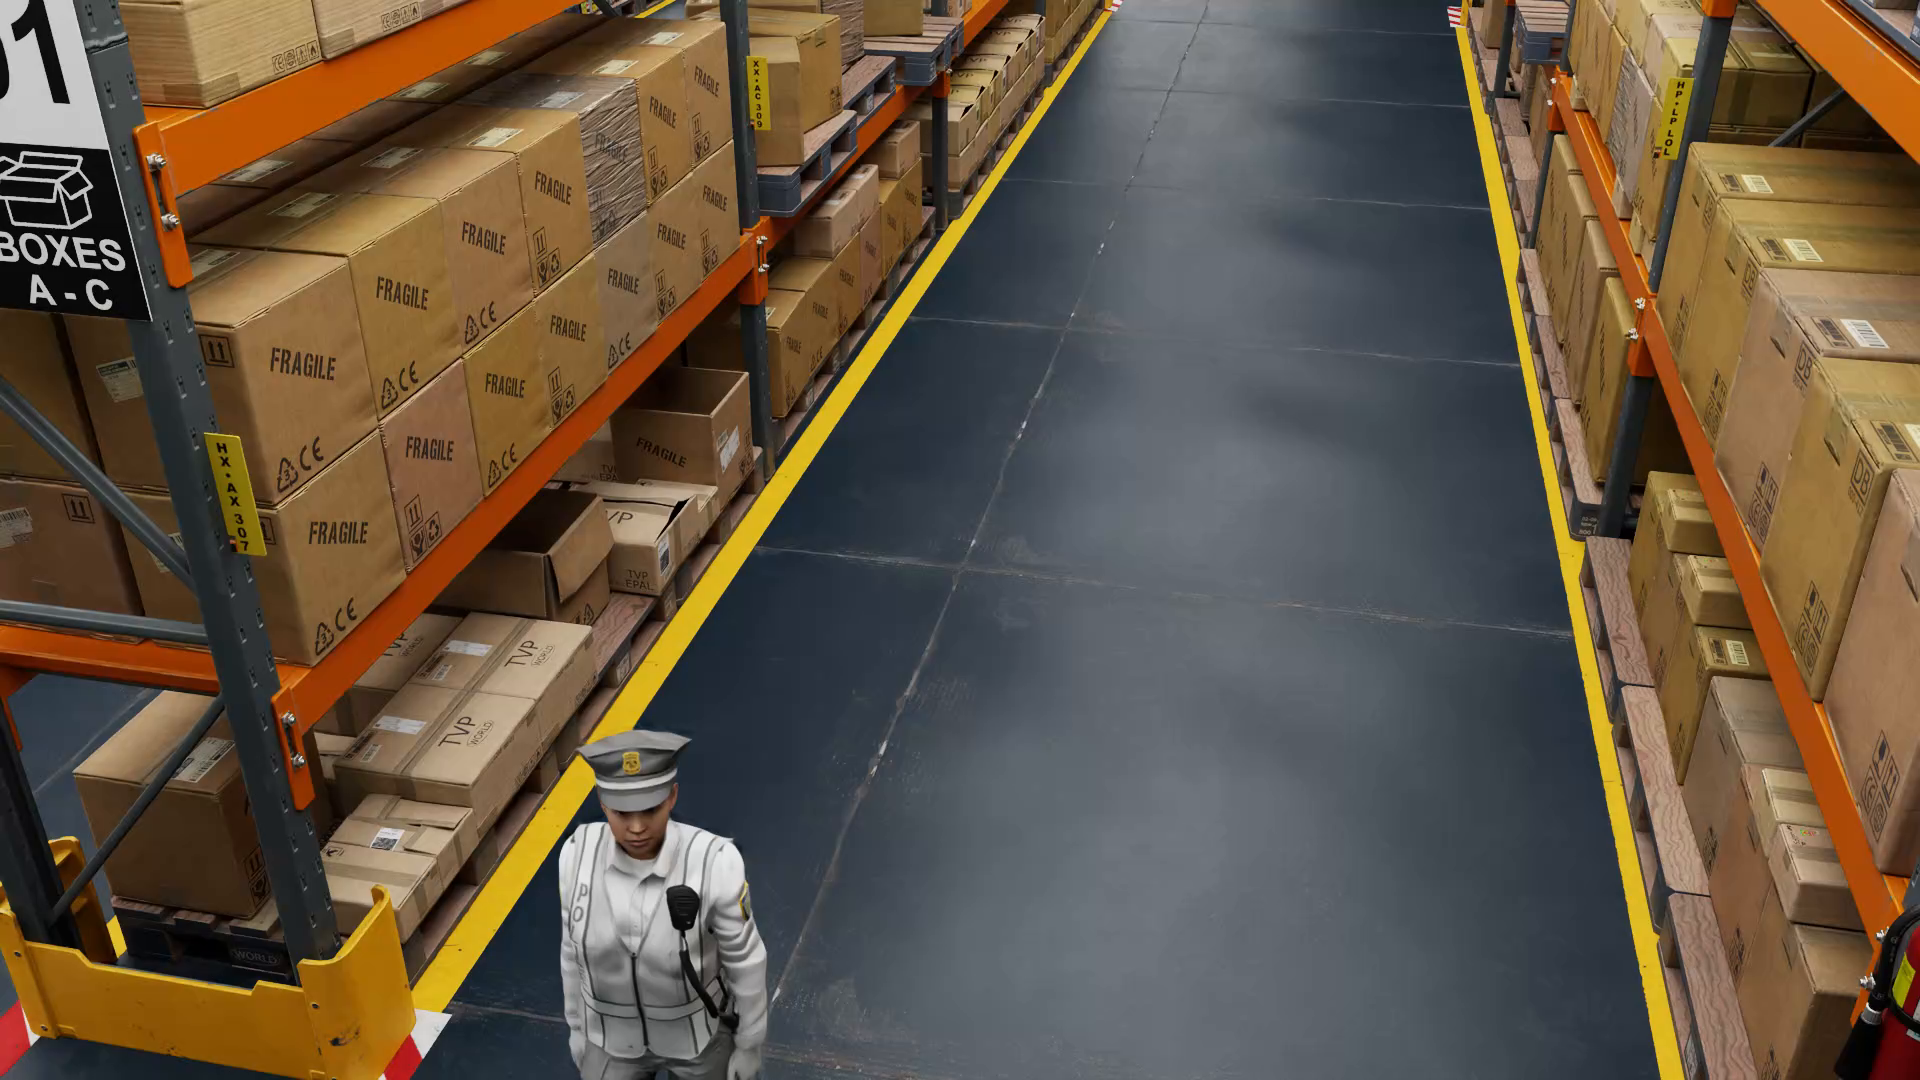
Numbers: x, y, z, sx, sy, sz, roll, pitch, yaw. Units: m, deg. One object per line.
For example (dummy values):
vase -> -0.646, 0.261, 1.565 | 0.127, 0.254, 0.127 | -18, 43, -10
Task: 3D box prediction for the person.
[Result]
person -> -0.699, 1.196, 3.886 | 0.505, 1.703, 0.432 | 1, 29, 3
